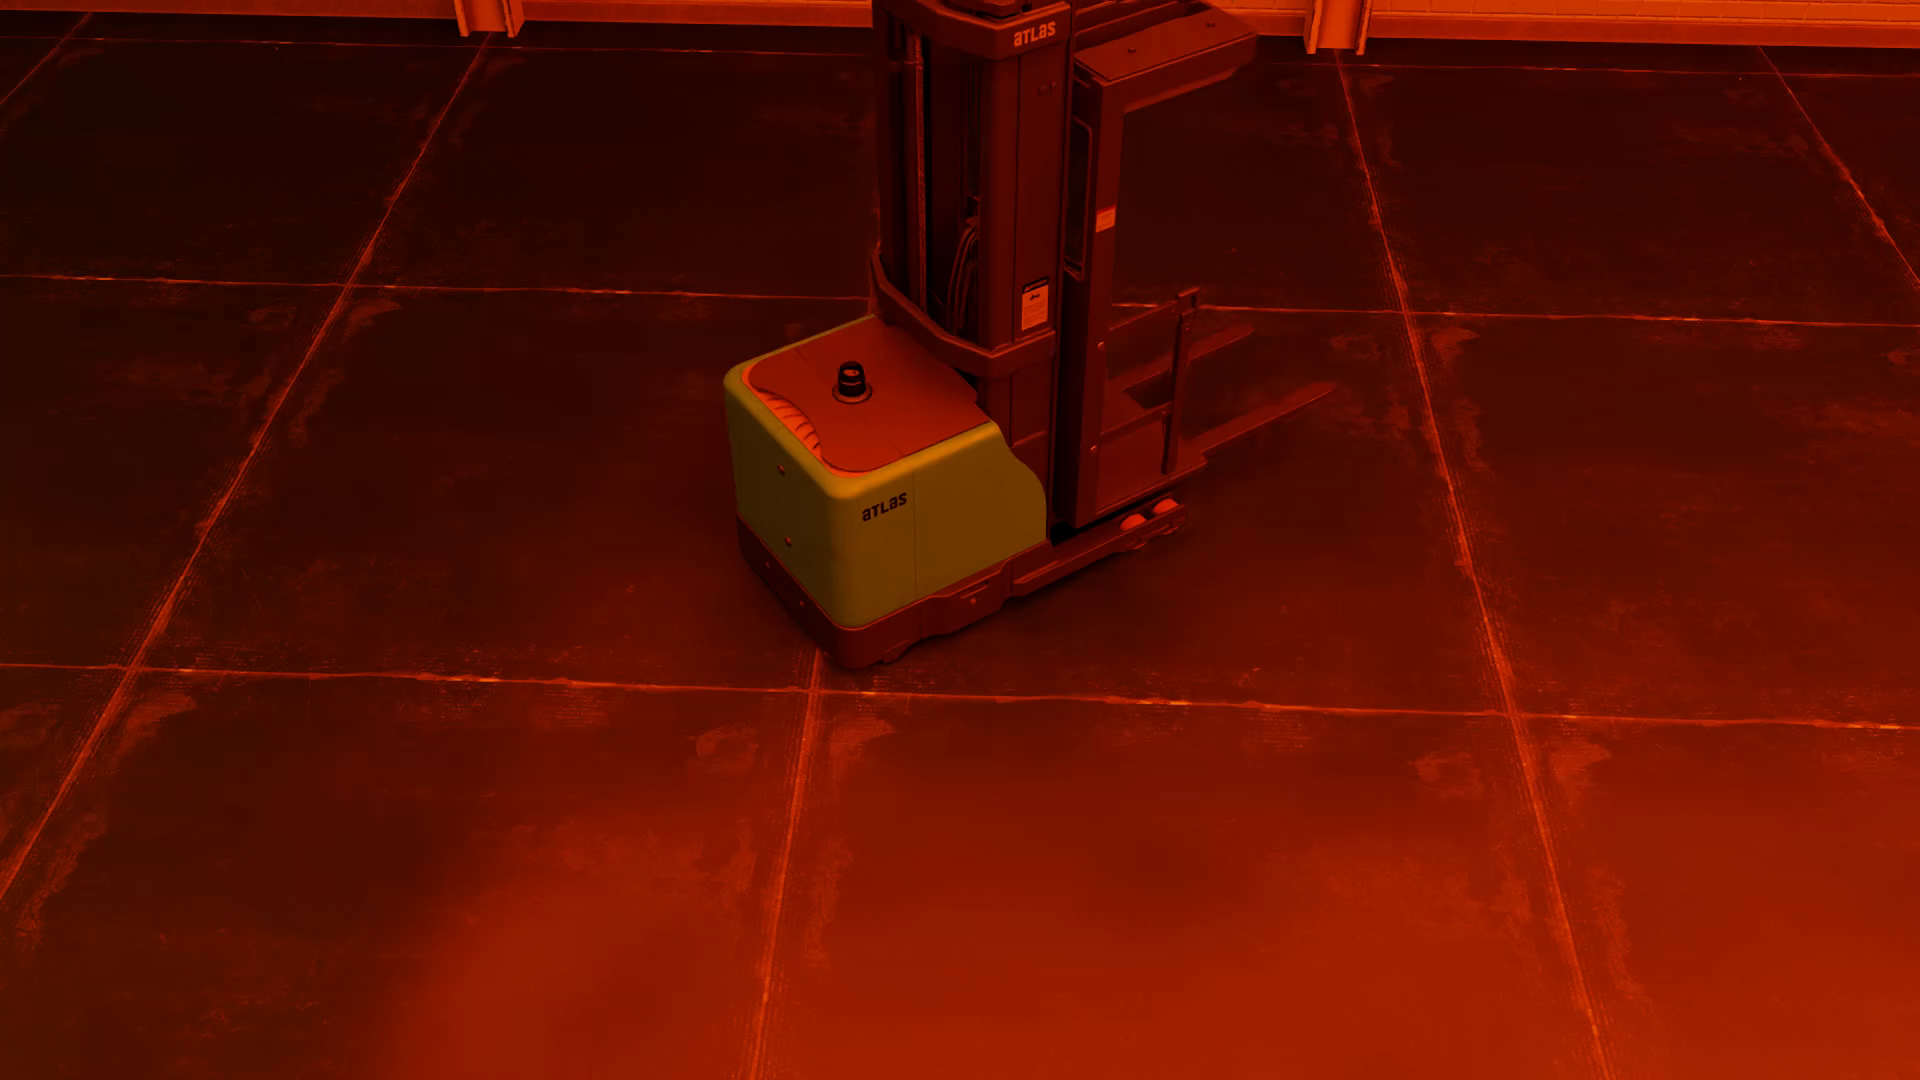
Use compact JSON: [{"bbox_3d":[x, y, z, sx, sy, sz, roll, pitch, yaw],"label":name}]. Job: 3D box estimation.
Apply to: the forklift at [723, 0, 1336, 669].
[{"bbox_3d":[0.471,-1.310,7.177,3.031,2.935,1.130,-25,48,-25],"label":"forklift"}]
